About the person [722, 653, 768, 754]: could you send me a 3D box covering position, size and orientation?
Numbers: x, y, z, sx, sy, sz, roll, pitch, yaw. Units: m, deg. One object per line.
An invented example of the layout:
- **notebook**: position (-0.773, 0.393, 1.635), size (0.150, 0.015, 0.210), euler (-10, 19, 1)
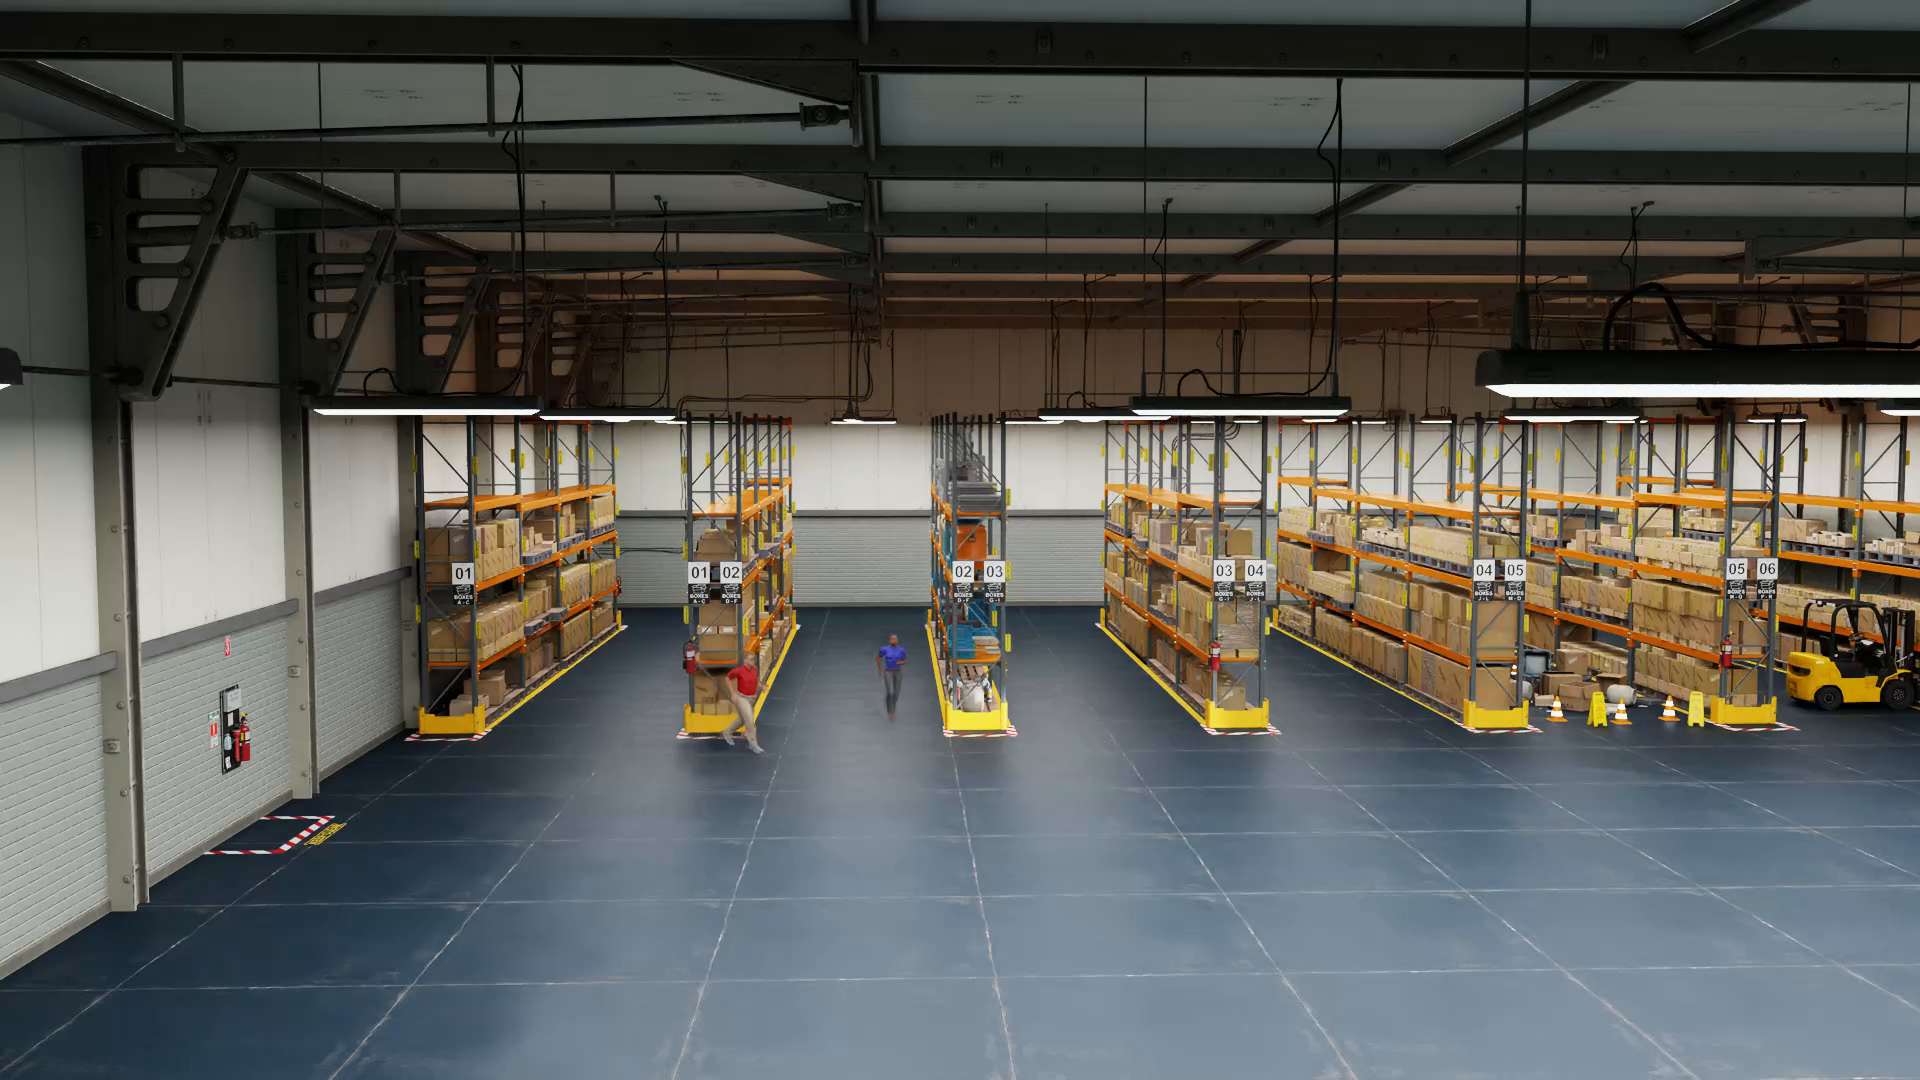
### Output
- **person**: position (-3.832, 2.864, 29.435), size (0.963, 1.741, 0.613), euler (2, 4, 27)

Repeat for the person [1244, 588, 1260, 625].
- **person**: position (8.005, 1.761, 45.252), size (0.665, 1.820, 0.905), euler (0, 4, -1)

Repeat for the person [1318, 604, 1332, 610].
- **person**: position (10.808, 1.592, 49.046), size (0.661, 1.642, 0.535), euler (0, 4, -4)

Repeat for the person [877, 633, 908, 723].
- **person**: position (-1.314, 2.682, 32.530), size (0.548, 1.720, 0.763), euler (-1, 4, -17)
